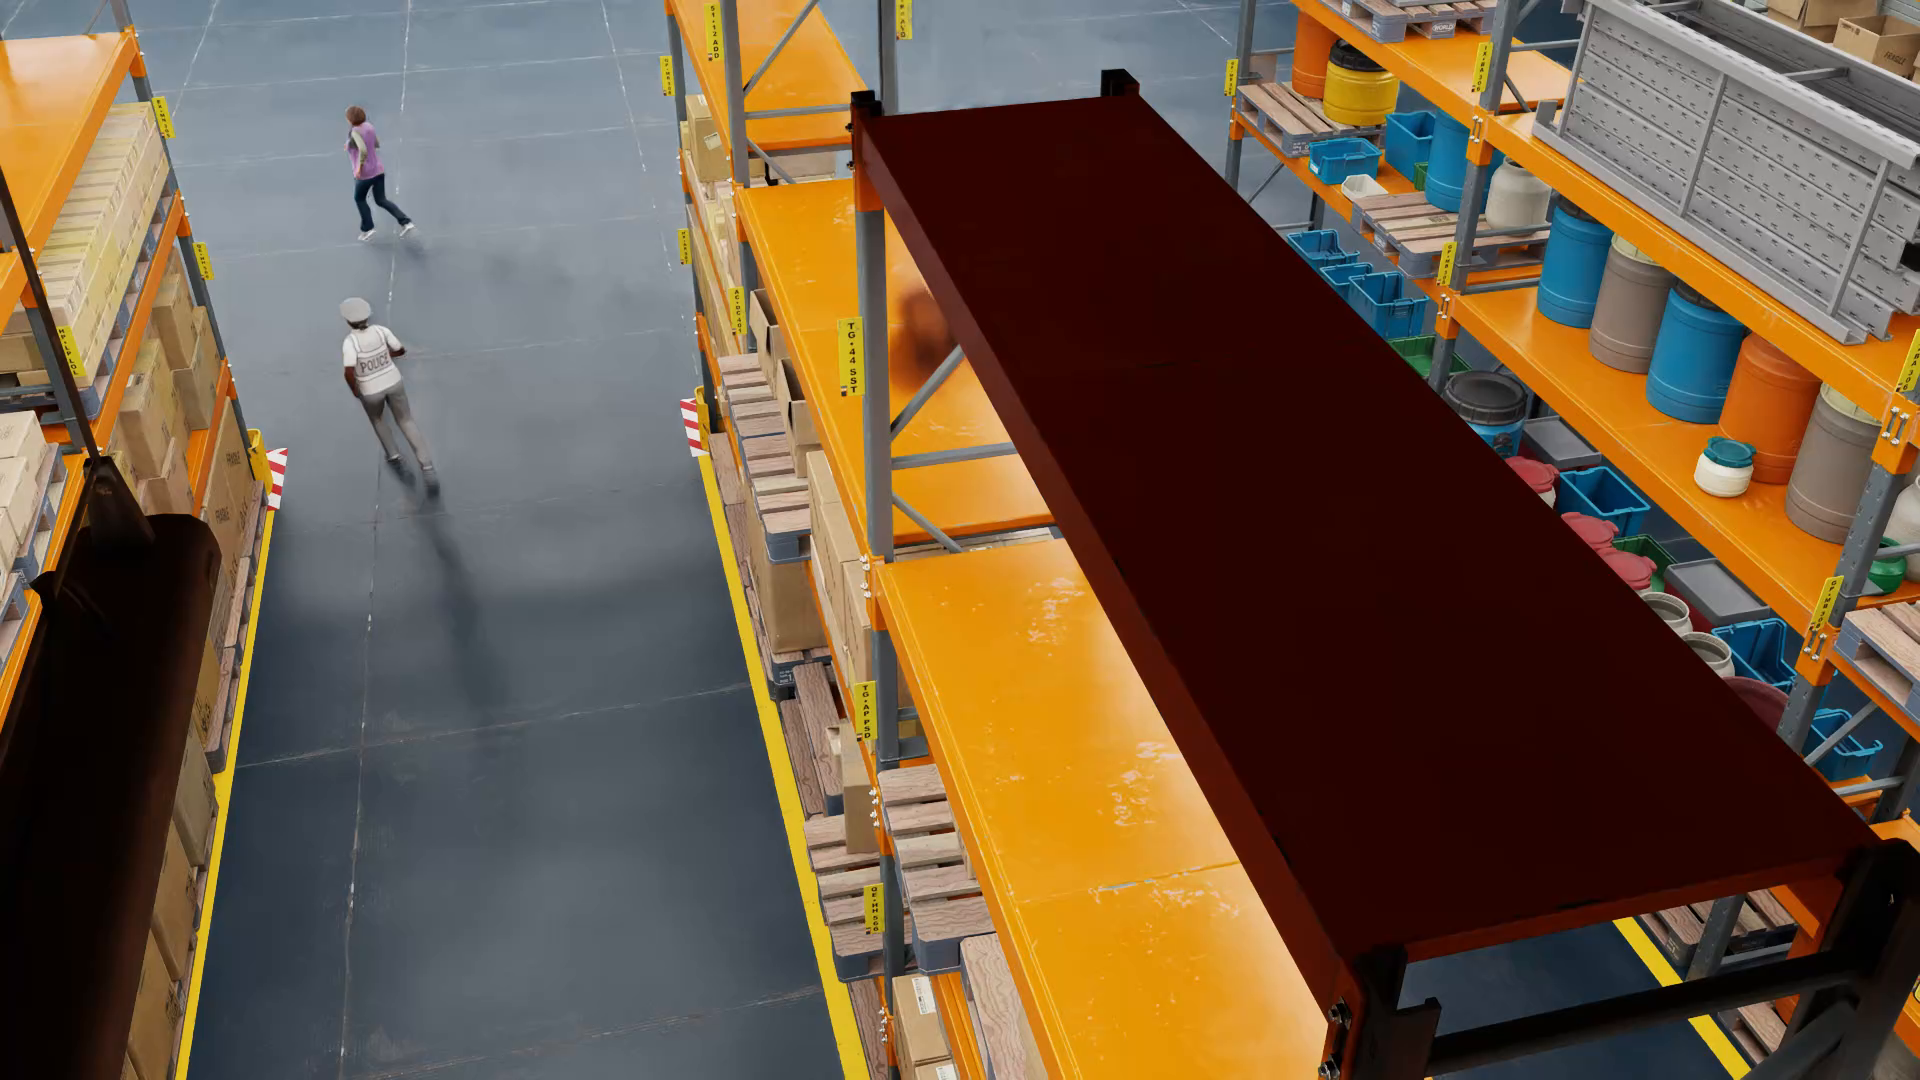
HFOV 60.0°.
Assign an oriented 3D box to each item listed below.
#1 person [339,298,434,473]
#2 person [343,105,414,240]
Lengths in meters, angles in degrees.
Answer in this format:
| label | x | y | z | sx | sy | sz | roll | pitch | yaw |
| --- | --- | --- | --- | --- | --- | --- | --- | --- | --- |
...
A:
| label | x | y | z | sx | sy | sz | roll | pitch | yaw |
| --- | --- | --- | --- | --- | --- | --- | --- | --- | --- |
| person | -5.051 | -1.282 | 14.487 | 0.608 | 1.741 | 0.824 | -24 | 41 | -30 |
| person | -6.569 | -4.061 | 18.636 | 0.826 | 1.641 | 0.569 | 11 | 36 | 16 |
